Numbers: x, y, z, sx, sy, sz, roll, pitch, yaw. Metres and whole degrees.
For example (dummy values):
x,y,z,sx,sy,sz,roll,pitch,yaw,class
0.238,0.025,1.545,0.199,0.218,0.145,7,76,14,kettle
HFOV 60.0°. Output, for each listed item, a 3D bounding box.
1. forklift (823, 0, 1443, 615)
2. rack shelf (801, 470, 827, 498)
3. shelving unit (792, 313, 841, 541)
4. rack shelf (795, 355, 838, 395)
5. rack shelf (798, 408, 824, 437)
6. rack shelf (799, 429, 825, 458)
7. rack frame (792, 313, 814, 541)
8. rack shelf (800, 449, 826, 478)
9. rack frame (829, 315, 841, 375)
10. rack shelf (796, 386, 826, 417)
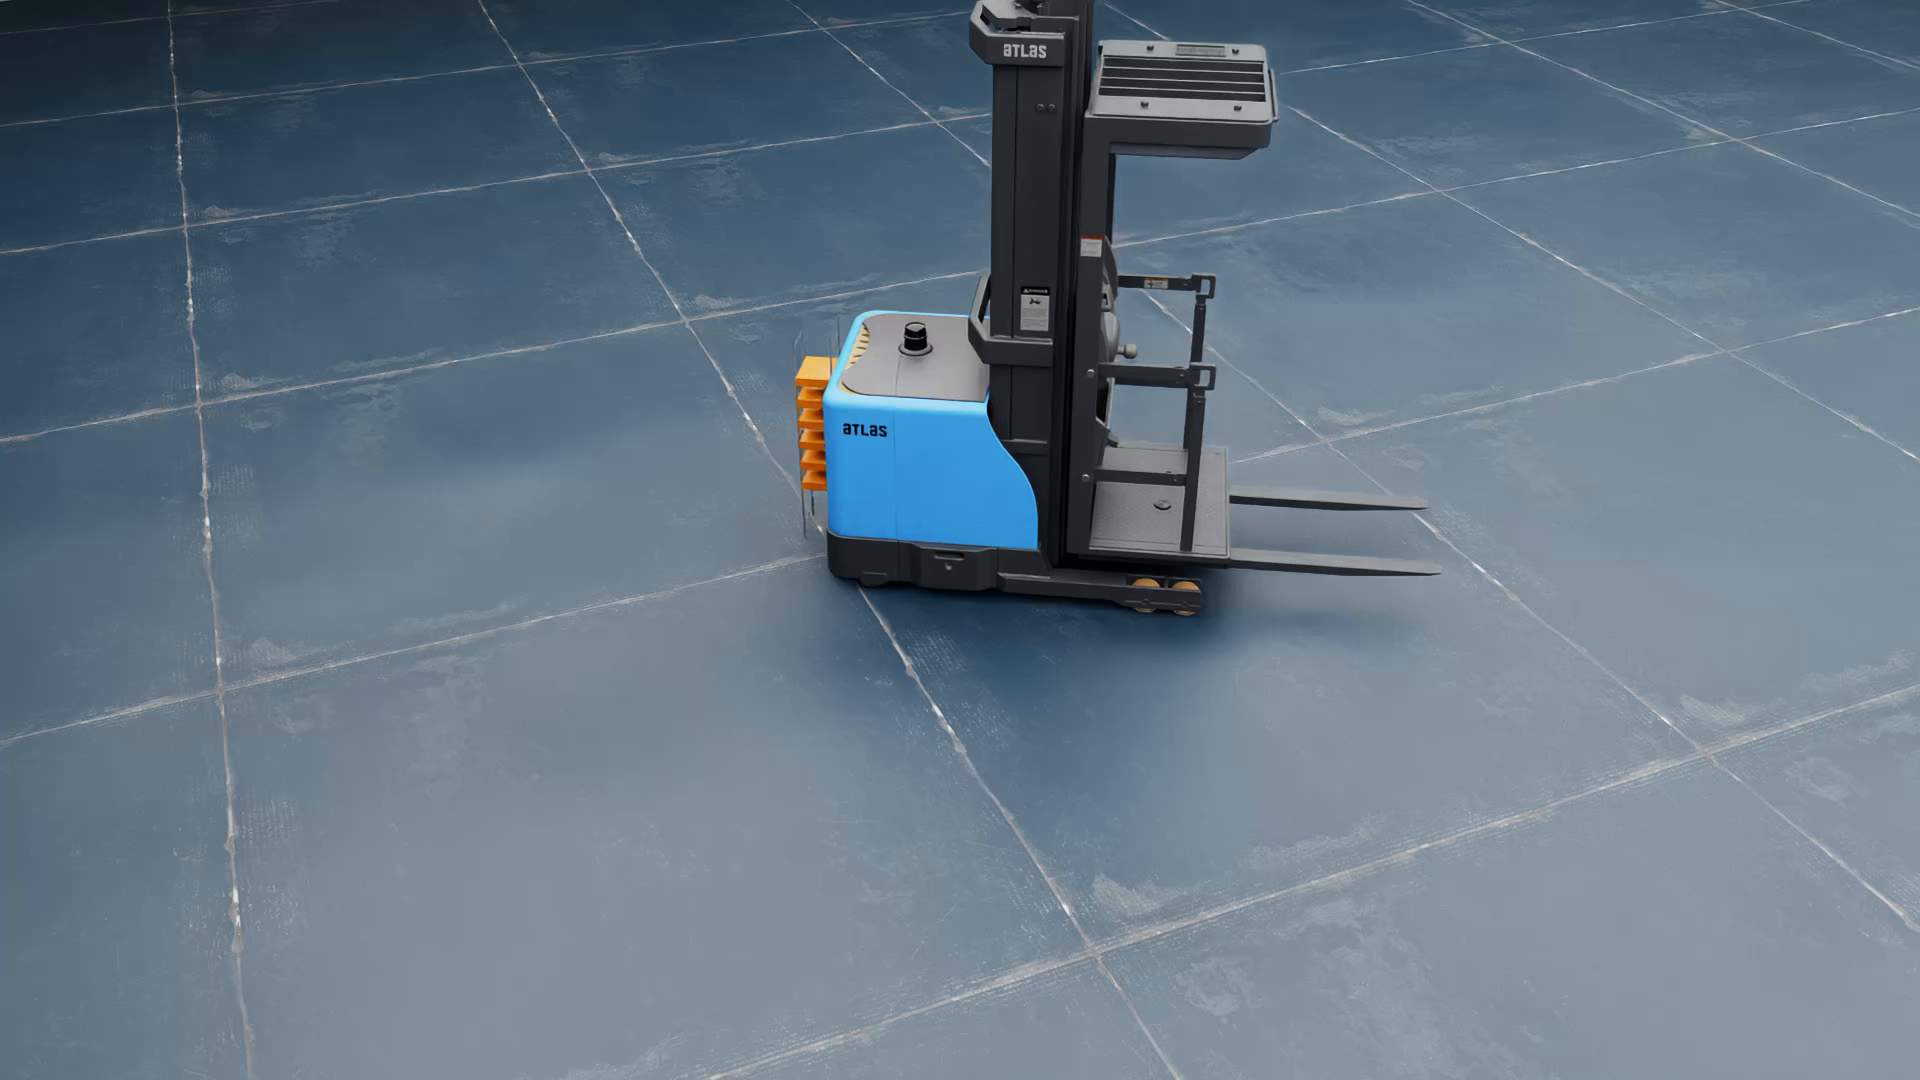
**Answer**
x,y,z,sx,sy,sz,roll,pitch,yaw,class
0.890,-1.167,7.856,3.031,2.935,1.130,4,33,6,forklift
-0.710,-0.320,8.663,0.180,0.103,0.258,4,33,6,rack shelf
-0.710,-0.558,8.508,0.189,1.200,0.258,4,33,6,shelving unit
-0.710,-0.823,8.336,0.180,0.103,0.258,4,33,6,rack shelf
-0.710,-0.622,8.467,0.180,0.103,0.258,4,33,6,rack shelf
-0.710,-0.521,8.532,0.180,0.103,0.258,4,33,6,rack shelf
-0.801,-0.565,8.518,0.006,1.200,0.240,4,33,6,rack frame
-0.710,-0.421,8.598,0.180,0.103,0.258,4,33,6,rack shelf
-0.620,-0.552,8.498,0.006,1.200,0.240,4,33,6,rack frame
-0.710,-0.722,8.401,0.180,0.103,0.258,4,33,6,rack shelf
